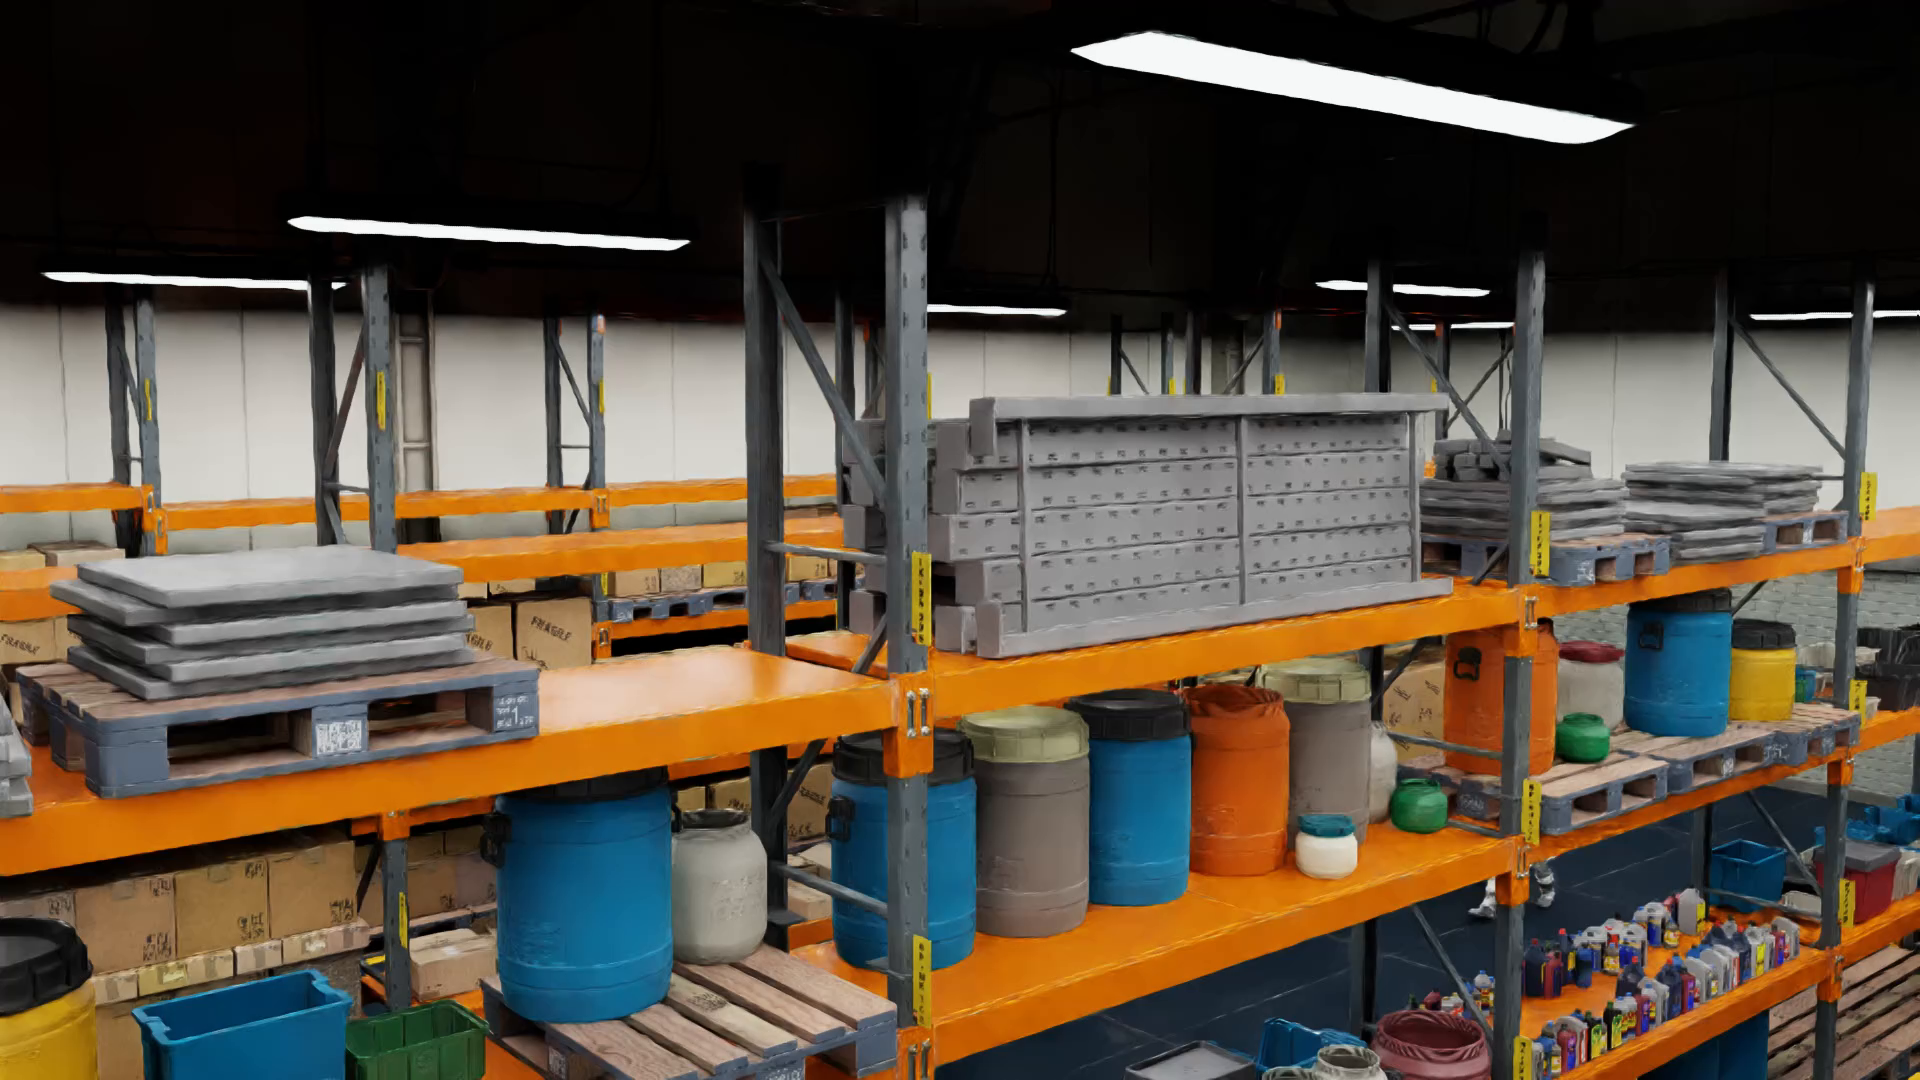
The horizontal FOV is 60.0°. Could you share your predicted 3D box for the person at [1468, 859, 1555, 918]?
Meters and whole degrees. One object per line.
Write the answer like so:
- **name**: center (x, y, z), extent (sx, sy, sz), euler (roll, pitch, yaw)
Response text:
- **person**: center (5.378, 2.763, 15.982), extent (1.128, 1.709, 0.550), euler (-5, 7, -42)
